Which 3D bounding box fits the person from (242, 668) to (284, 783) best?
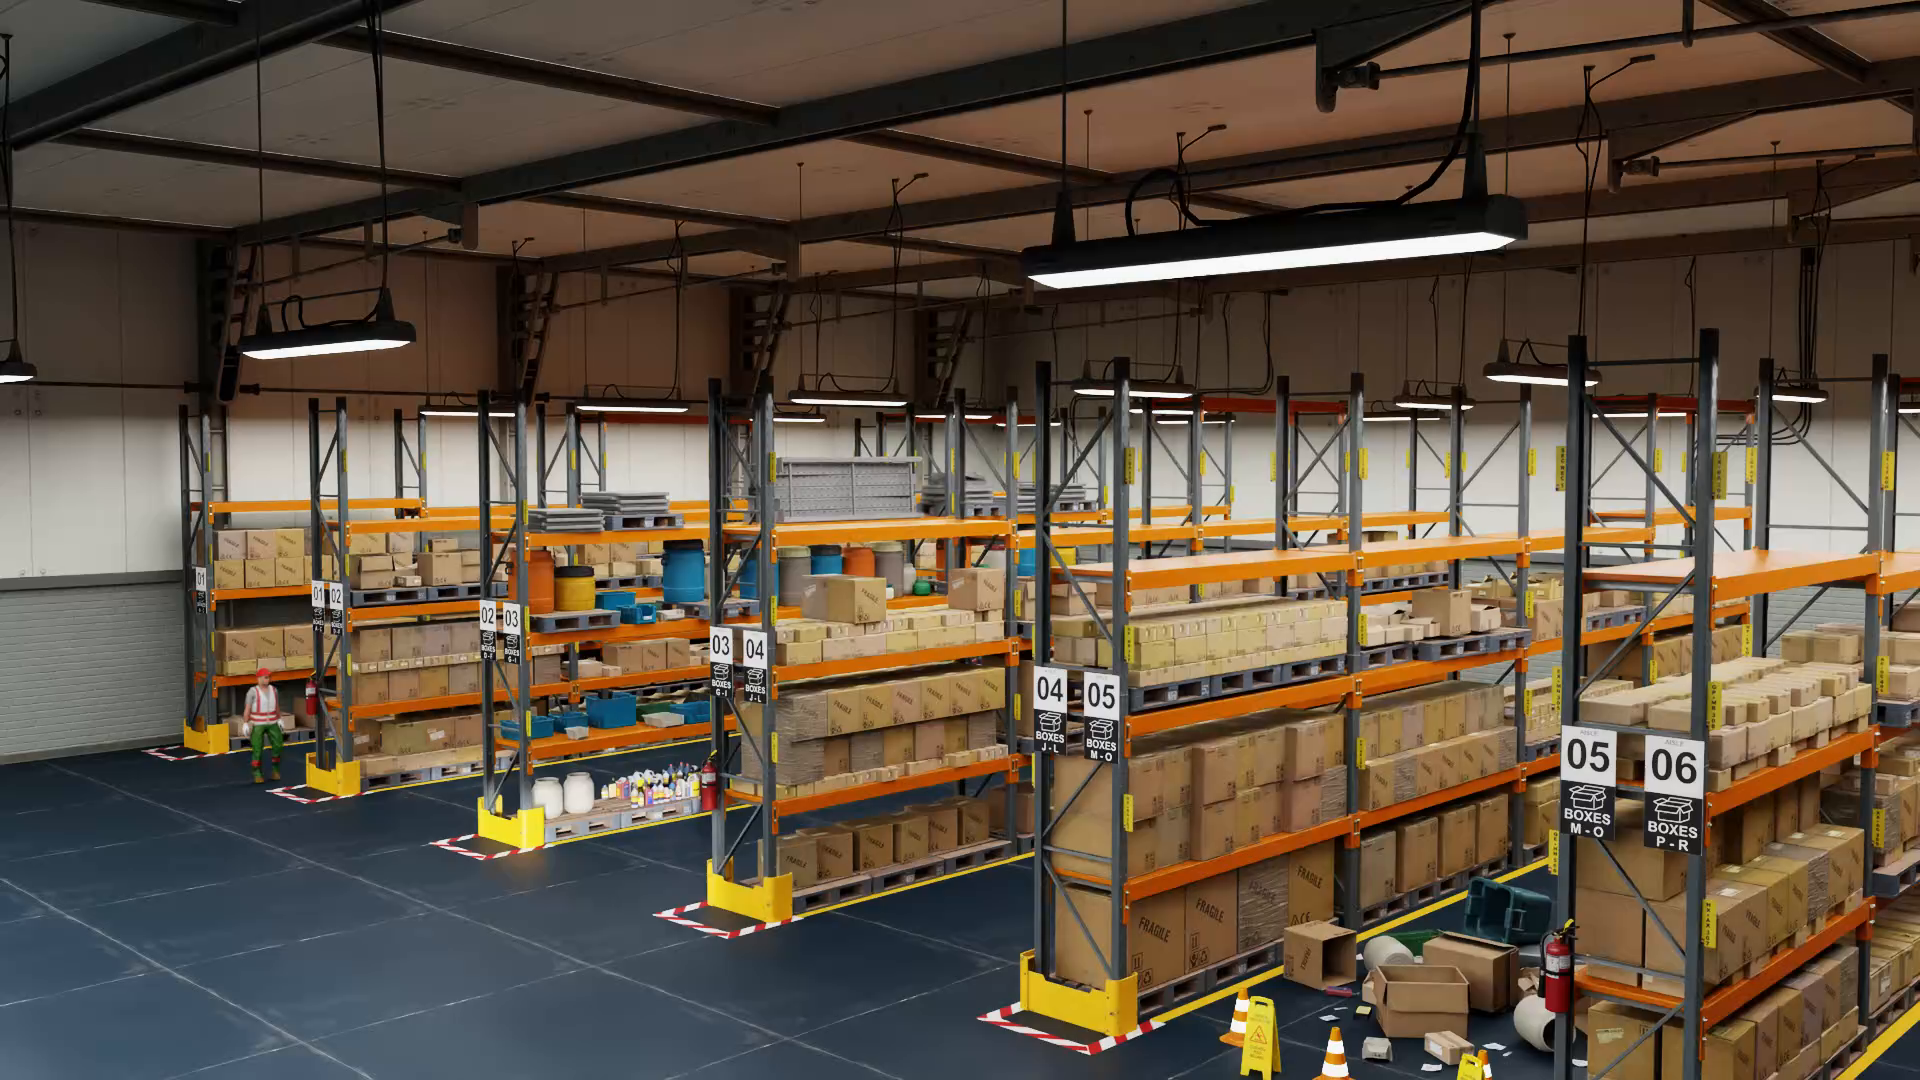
[{"bbox_3d":[-10.930,2.901,26.070,0.397,1.798,0.639,2,4,39],"label":"person"}]
